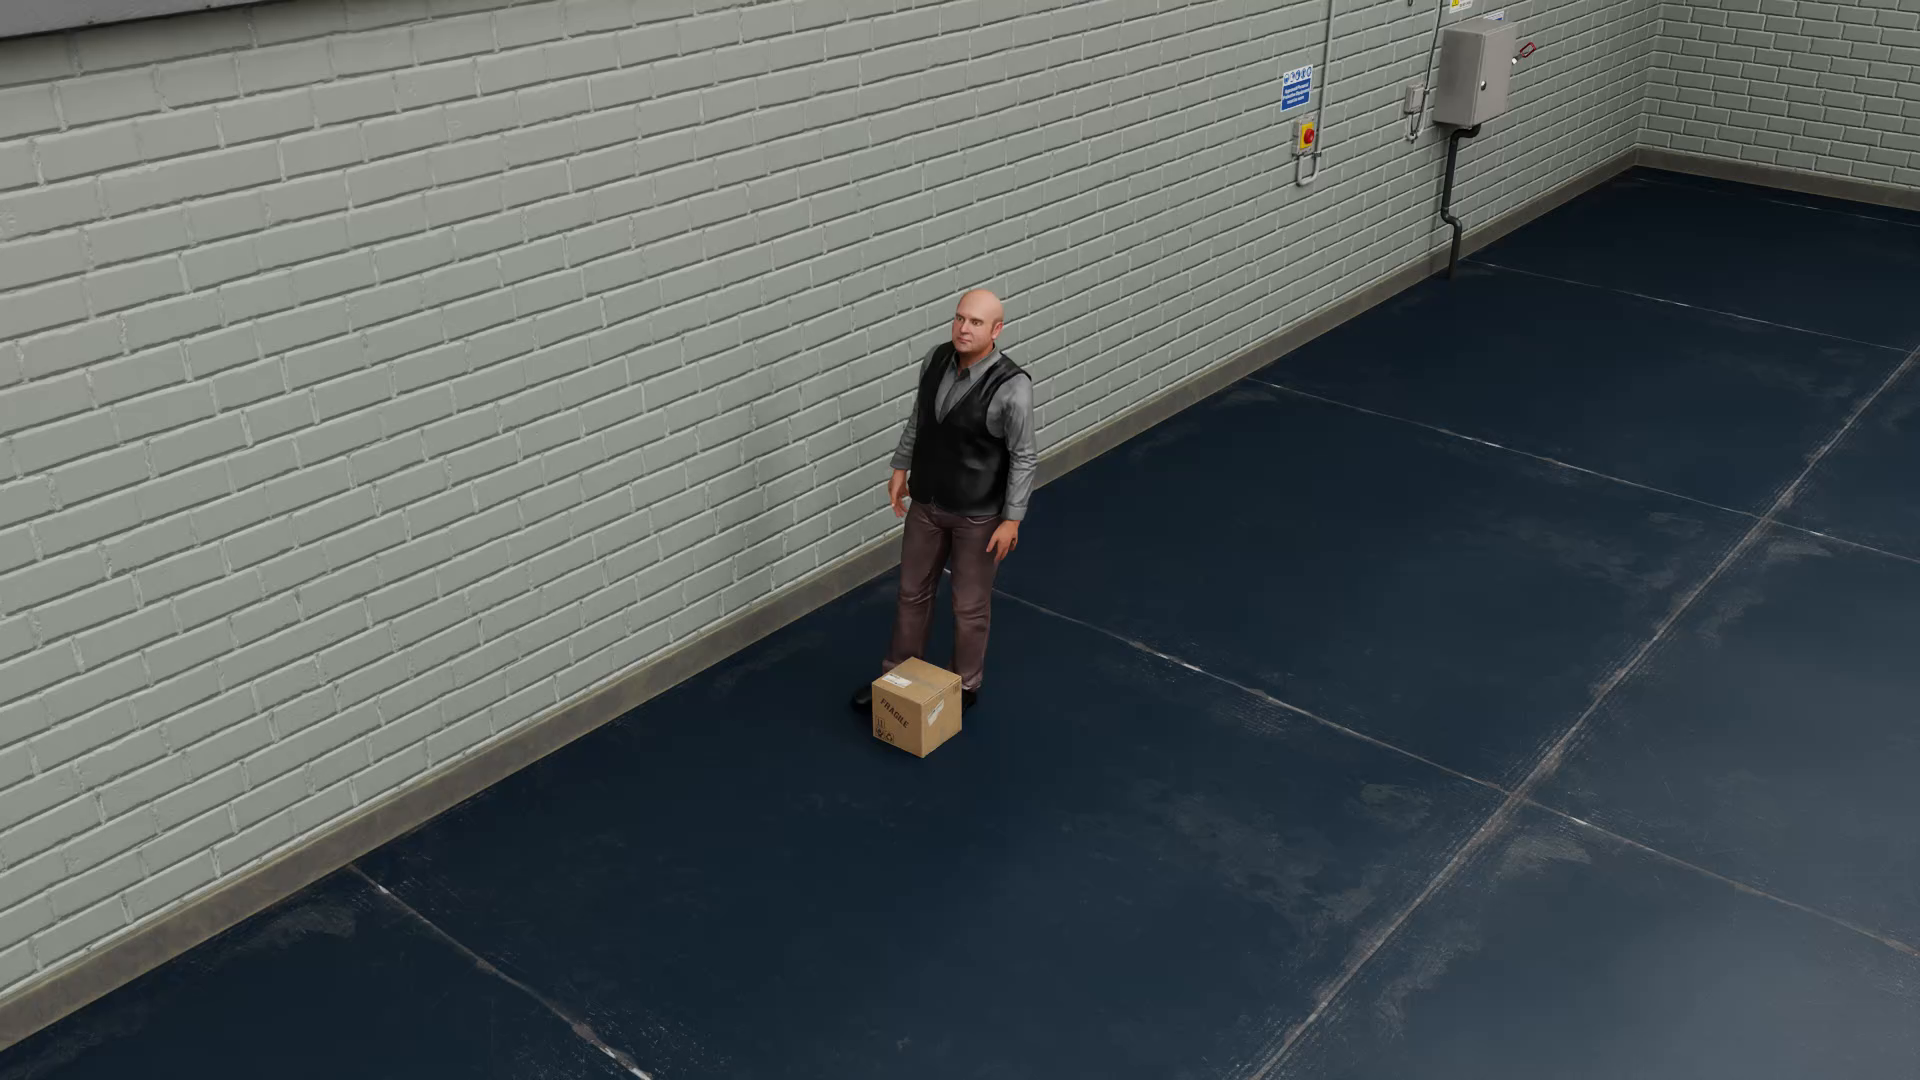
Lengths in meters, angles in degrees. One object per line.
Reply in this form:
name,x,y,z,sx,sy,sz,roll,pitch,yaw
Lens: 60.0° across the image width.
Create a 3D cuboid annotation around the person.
person,-0.047,-0.100,6.321,0.634,1.723,0.565,21,34,35
